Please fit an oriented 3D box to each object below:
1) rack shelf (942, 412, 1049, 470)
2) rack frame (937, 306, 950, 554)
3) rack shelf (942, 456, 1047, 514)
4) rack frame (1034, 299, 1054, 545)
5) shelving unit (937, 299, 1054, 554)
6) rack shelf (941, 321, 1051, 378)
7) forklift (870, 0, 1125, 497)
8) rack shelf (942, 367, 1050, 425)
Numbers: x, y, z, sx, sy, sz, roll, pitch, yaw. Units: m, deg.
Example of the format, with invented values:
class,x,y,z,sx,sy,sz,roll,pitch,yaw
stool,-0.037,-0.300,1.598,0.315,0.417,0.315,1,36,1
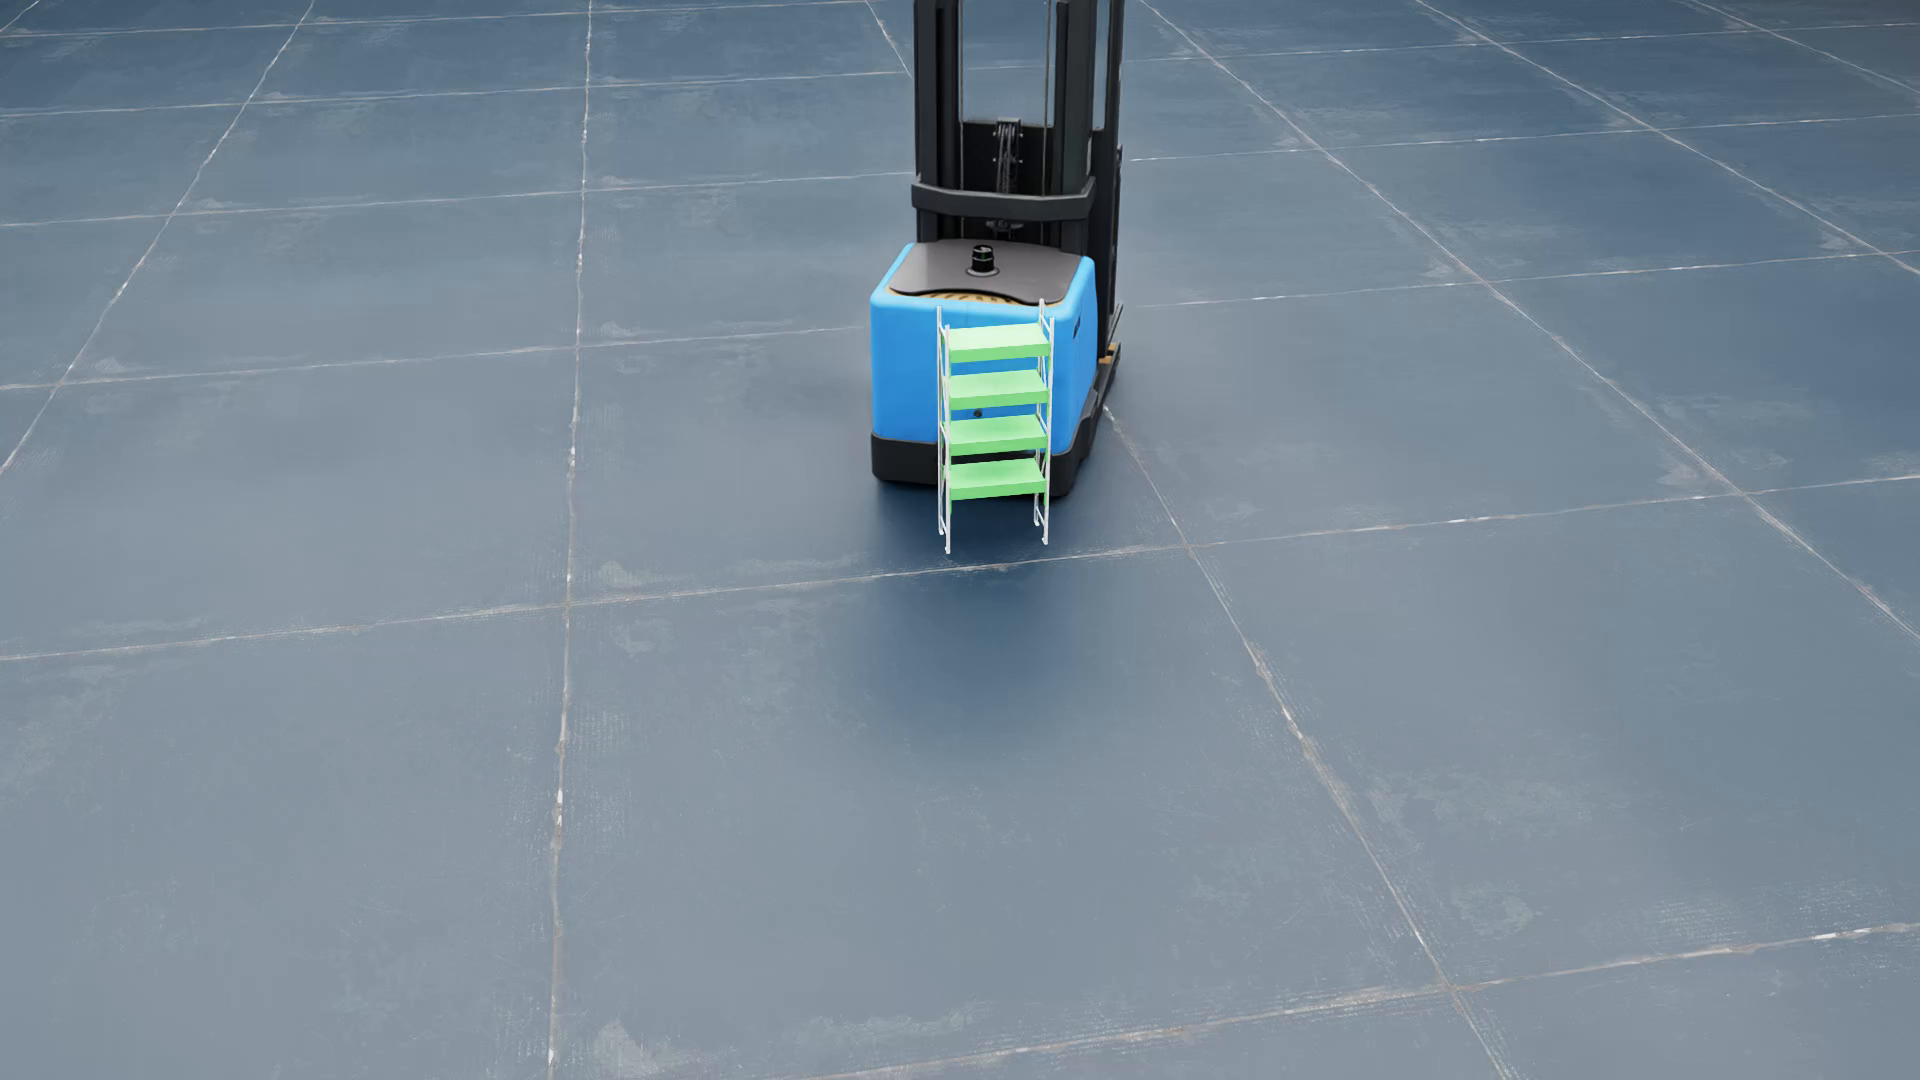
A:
class,x,y,z,sx,sy,sz,roll,pitch,yaw
rack shelf,0.163,-0.477,8.004,0.480,0.148,0.258,-5,31,-9
rack frame,-0.077,-0.510,7.934,0.015,1.200,0.240,-5,31,-9
rack shelf,0.163,-0.270,8.126,0.480,0.148,0.258,-5,31,-9
rack frame,0.403,-0.555,8.009,0.015,1.200,0.240,-5,31,-9
shelving unit,0.163,-0.532,7.972,0.503,1.200,0.258,-5,31,-9
rack shelf,0.163,-0.891,7.761,0.480,0.148,0.258,-5,31,-9
forklift,0.351,-2.217,9.129,1.130,2.935,3.031,6,31,11
rack shelf,0.163,-0.684,7.882,0.480,0.148,0.258,-5,31,-9
